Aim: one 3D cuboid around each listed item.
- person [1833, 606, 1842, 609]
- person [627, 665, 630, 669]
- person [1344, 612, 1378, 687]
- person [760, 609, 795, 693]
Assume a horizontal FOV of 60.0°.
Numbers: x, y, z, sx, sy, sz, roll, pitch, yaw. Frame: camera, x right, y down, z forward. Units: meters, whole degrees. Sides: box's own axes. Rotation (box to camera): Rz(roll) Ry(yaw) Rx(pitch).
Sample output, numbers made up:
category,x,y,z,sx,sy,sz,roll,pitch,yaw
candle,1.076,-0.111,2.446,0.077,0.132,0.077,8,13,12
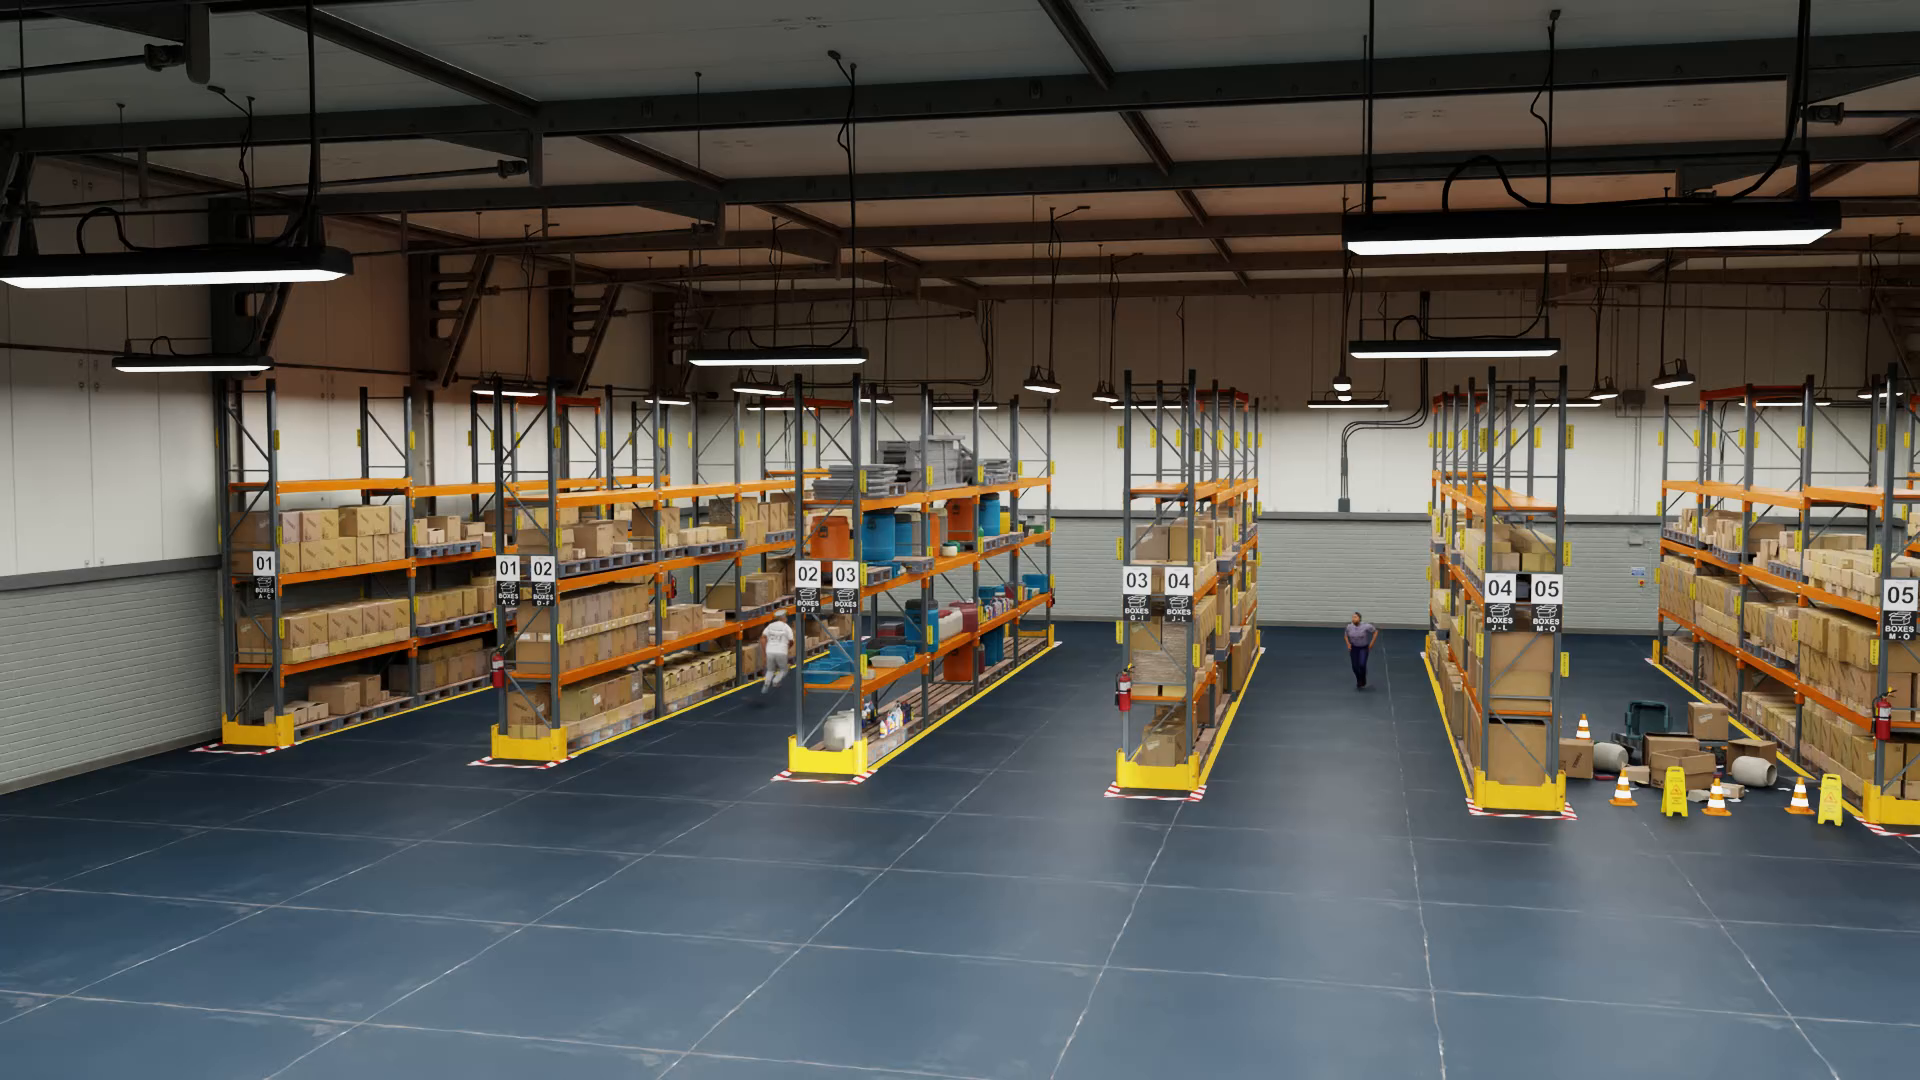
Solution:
category,x,y,z,sx,sy,sz,roll,pitch,yaw
person,18.457,2.079,34.958,0.464,1.633,0.837,-1,4,-20
person,-7.343,2.031,35.680,0.455,1.621,0.901,0,3,4
person,8.084,2.213,33.488,0.665,1.562,0.736,2,4,24
person,-3.503,2.135,31.990,0.669,1.596,0.767,1,4,14
